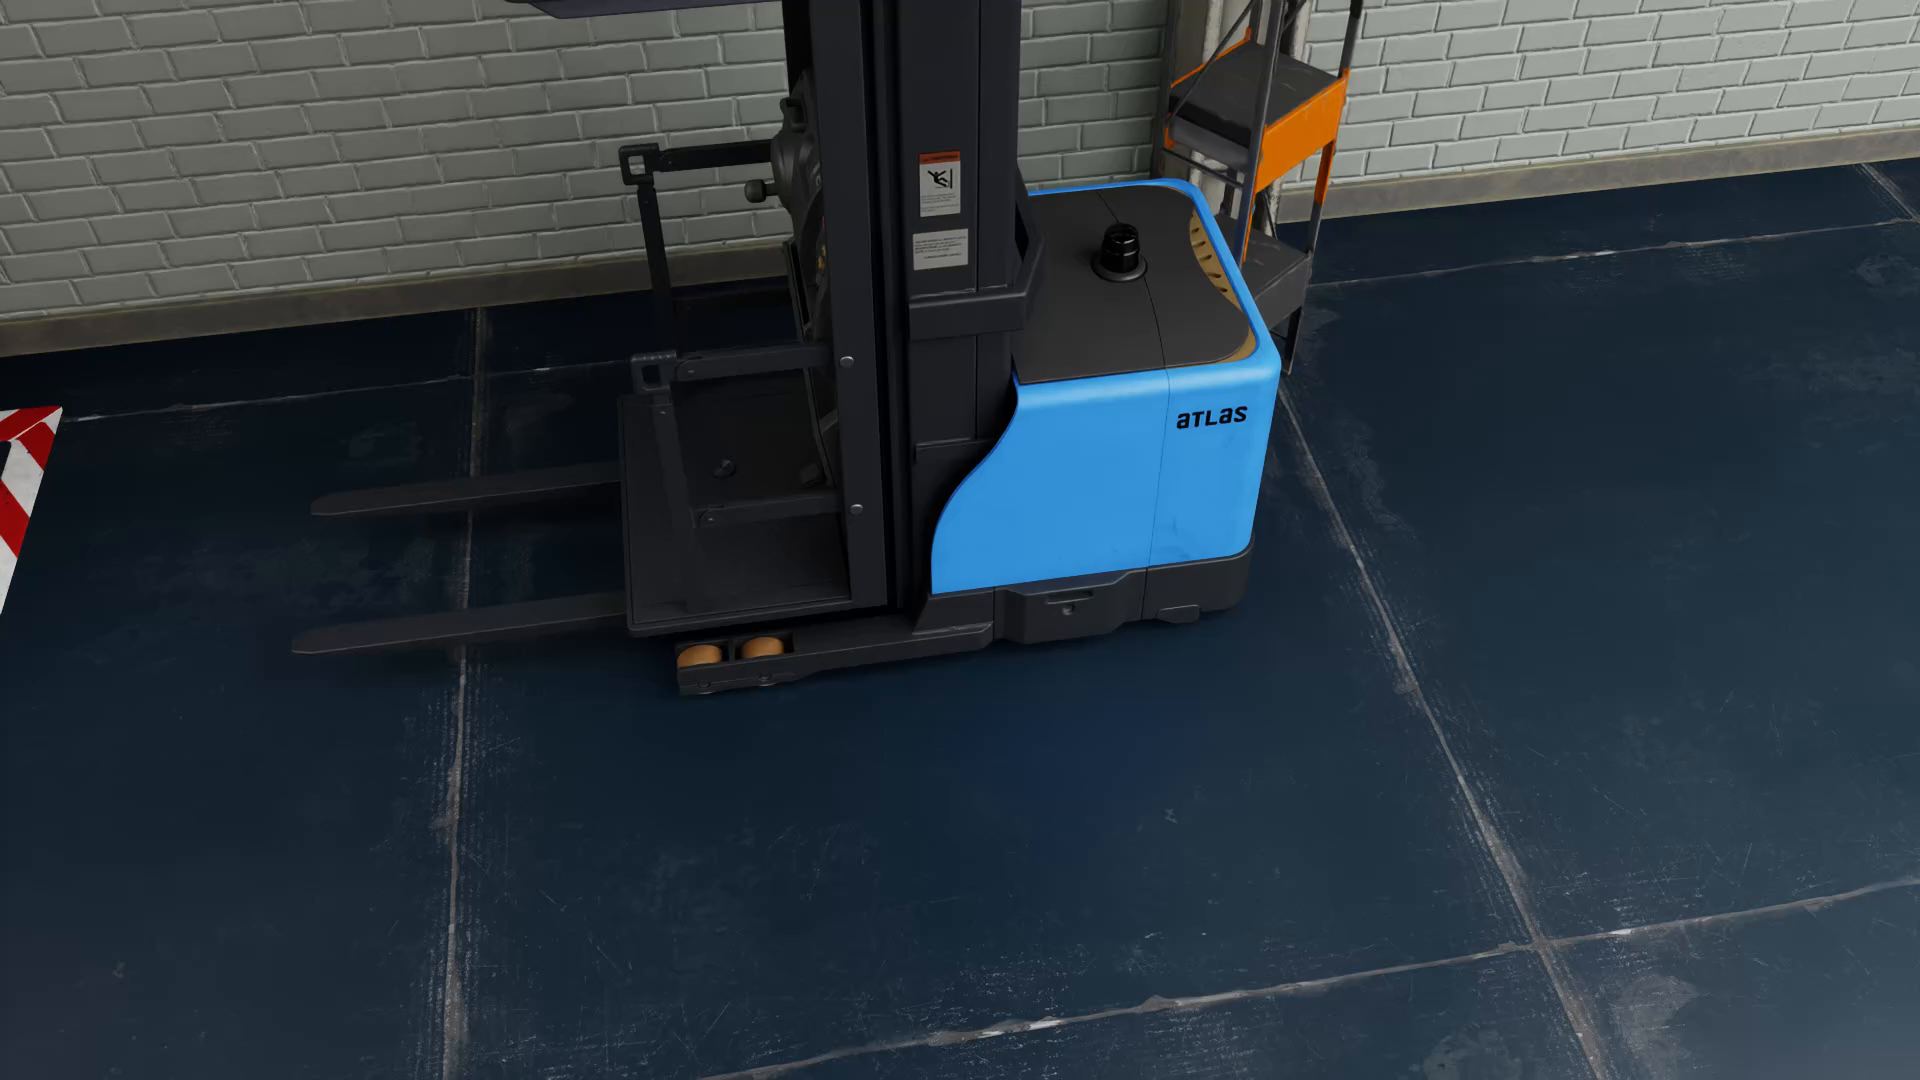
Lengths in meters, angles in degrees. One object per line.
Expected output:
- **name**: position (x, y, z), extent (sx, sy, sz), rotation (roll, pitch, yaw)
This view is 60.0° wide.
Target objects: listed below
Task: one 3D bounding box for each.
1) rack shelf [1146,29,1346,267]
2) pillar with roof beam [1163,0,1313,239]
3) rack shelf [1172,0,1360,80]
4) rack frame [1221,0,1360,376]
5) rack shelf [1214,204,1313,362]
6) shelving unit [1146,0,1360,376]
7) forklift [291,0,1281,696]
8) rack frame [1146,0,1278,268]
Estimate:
- **rack shelf**: position (0.945, -1.317, 5.580), extent (0.431, 0.518, 0.480), rotation (33, 55, 28)
- **pillar with roof beam**: position (1.788, -1.283, 0.738), extent (0.400, 9.000, 9.100), rotation (-7, 46, -7)
- **rack shelf**: position (0.945, -1.802, 5.075), extent (0.431, 0.518, 0.480), rotation (33, 55, 28)
- **rack frame**: position (1.110, -1.456, 5.694), extent (0.400, 2.100, 0.015), rotation (33, 55, 28)
- **rack shelf**: position (0.945, -0.832, 6.084), extent (0.431, 0.518, 0.480), rotation (33, 55, 28)
- **shelving unit**: position (0.945, -1.326, 5.570), extent (0.431, 2.100, 0.503), rotation (33, 55, 28)
- **forklift**: position (-0.621, -0.940, 4.620), extent (3.031, 2.935, 1.130), rotation (-7, 46, -7)
- **rack frame**: position (0.780, -1.197, 5.445), extent (0.400, 2.100, 0.015), rotation (33, 55, 28)
